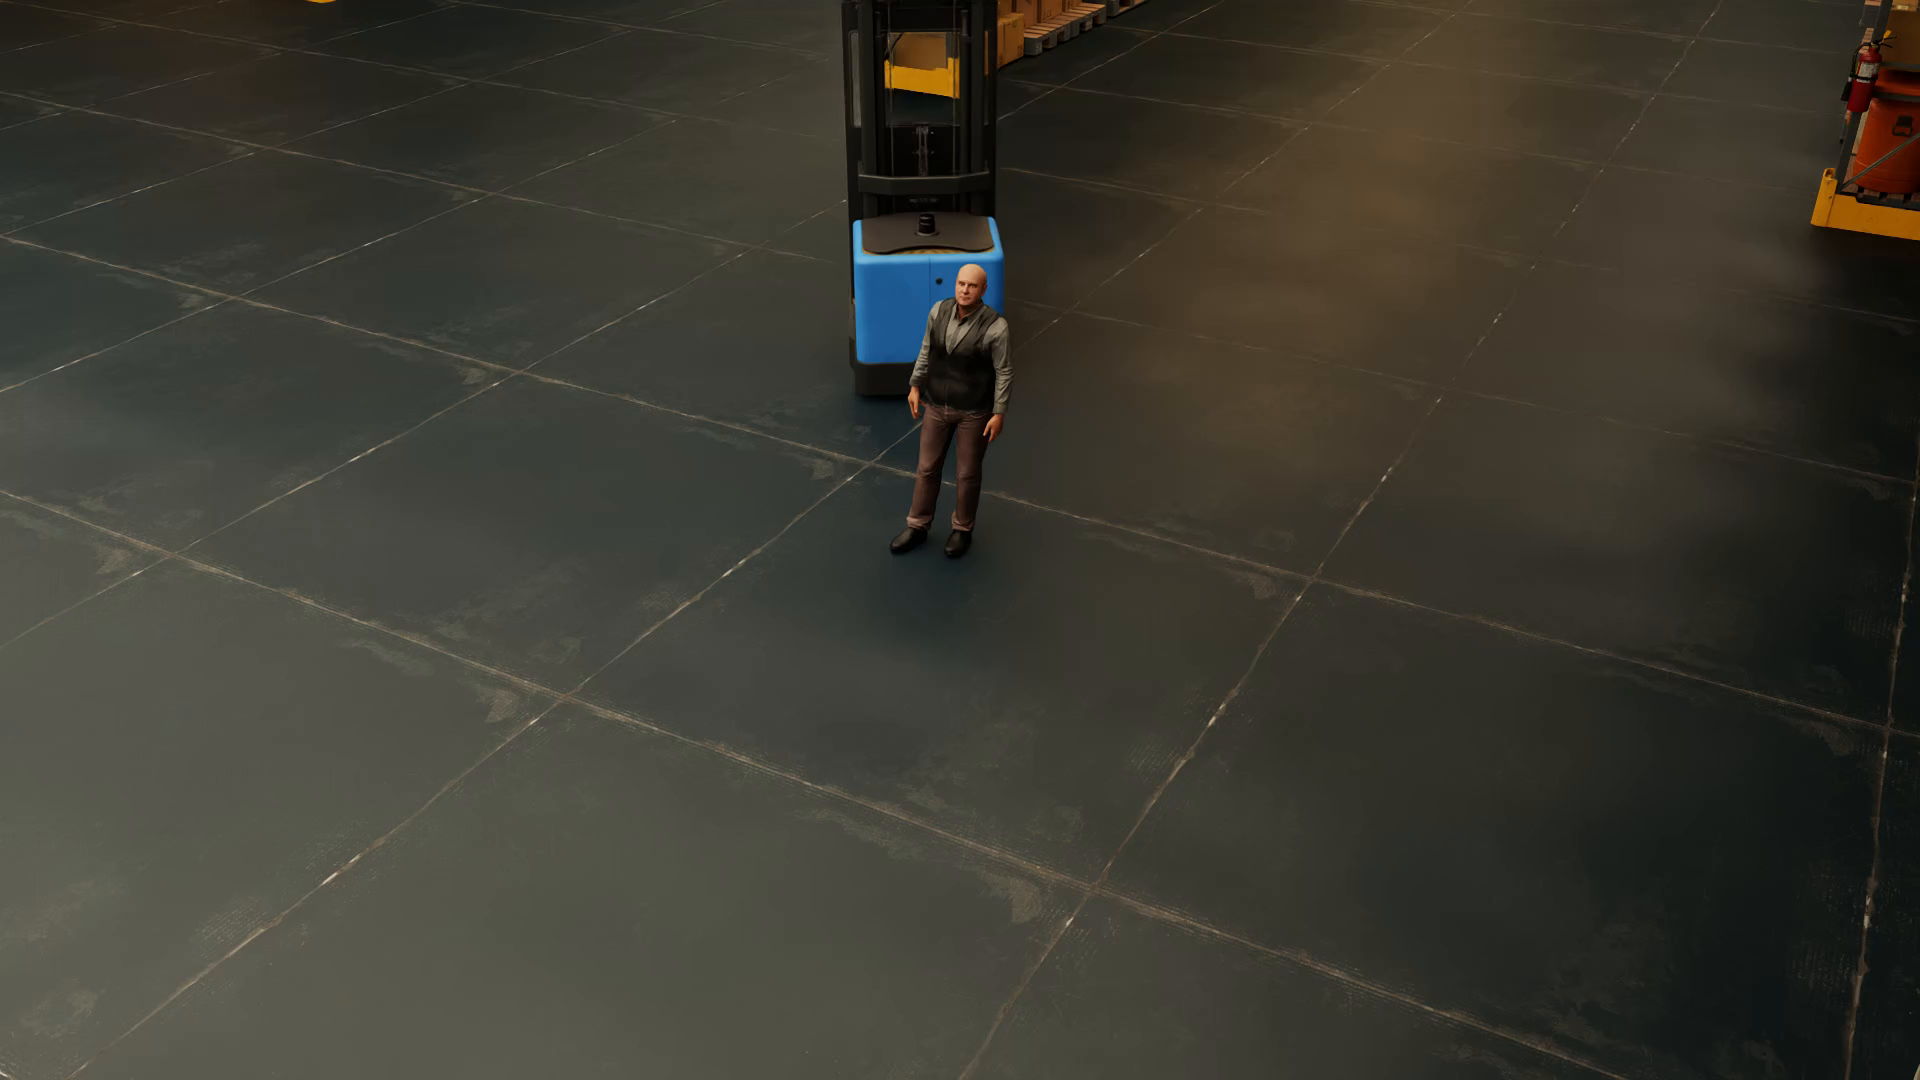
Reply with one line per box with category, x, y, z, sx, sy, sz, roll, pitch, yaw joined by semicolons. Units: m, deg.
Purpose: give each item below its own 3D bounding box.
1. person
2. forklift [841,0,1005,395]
person;-0.037;-0.726;9.524;0.633;1.722;0.566;15;33;25
forklift;-0.298;-2.984;12.242;1.130;2.935;3.031;-2;30;-3
